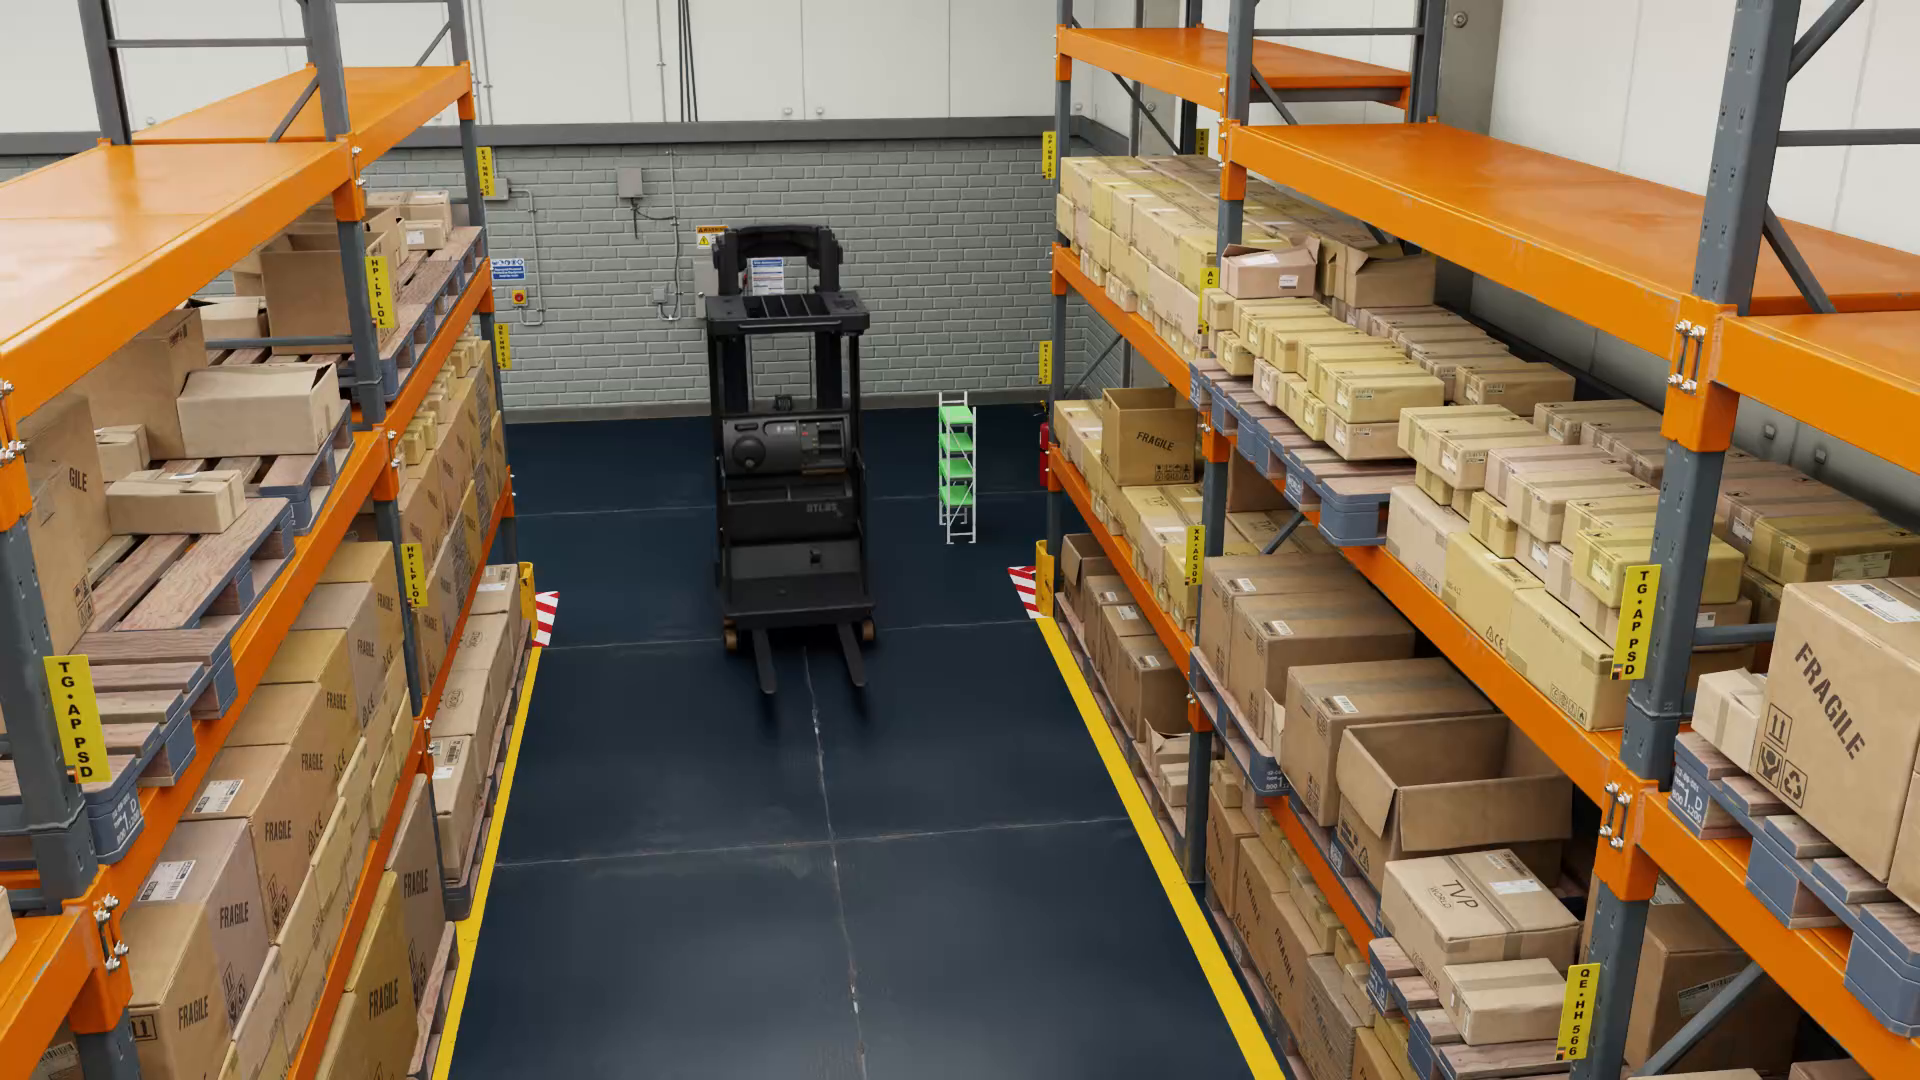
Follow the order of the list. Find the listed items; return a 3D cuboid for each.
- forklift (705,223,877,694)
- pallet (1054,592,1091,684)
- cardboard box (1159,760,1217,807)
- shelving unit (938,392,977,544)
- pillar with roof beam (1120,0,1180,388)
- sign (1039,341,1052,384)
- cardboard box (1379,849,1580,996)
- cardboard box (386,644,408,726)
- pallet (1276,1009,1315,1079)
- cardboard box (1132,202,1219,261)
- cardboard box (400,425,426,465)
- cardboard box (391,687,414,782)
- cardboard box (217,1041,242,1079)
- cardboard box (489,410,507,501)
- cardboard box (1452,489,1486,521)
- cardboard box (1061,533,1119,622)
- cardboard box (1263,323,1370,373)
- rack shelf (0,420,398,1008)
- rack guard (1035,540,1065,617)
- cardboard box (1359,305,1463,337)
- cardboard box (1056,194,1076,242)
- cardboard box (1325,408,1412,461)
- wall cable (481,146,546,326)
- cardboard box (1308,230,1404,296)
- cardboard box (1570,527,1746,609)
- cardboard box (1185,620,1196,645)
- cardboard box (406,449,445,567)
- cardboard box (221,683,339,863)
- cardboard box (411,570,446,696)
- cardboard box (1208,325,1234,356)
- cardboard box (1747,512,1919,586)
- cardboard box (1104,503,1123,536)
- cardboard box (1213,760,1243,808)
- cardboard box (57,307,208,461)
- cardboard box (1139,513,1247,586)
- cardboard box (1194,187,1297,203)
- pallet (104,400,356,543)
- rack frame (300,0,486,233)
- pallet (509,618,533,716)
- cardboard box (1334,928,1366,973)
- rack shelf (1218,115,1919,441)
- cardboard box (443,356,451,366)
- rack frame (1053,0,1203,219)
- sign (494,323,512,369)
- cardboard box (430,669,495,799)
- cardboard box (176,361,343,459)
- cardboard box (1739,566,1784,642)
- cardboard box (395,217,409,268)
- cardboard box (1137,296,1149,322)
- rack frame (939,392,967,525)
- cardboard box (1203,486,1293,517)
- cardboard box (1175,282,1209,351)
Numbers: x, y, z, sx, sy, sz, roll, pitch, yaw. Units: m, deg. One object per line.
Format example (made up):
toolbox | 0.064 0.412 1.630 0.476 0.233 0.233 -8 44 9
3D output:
forklift | -1.225 -0.698 11.971 1.130 2.935 3.031 -4 21 -10
pallet | 1.297 0.679 12.171 1.003 0.211 1.213 -3 21 -8
cardboard box | 1.376 1.416 9.687 0.380 0.149 0.250 -4 21 -9
shelving unit | -0.024 -0.619 14.234 0.258 1.200 0.503 -3 21 -8
pillar with roof beam | -2.586 -4.502 13.483 9.100 9.000 0.400 -3 21 -8
sign | 0.634 -1.308 12.268 0.100 0.325 0.005 -3 21 -8
cardboard box | 1.851 1.365 5.964 0.500 0.250 0.500 -4 21 -10
cardboard box | -2.860 0.683 7.674 0.500 0.250 0.500 -3 21 -8
pallet | 2.081 2.465 7.390 1.003 0.211 1.213 -3 21 -8
cardboard box | 1.290 -1.767 9.522 0.500 0.250 0.500 -3 21 -7
cardboard box | -3.059 -0.498 8.838 0.380 0.149 0.250 -3 21 -8
cardboard box | -2.850 0.920 7.755 0.500 0.250 0.500 -3 21 -9
cardboard box | -2.416 1.740 4.845 0.500 0.250 0.500 -3 21 -8
cardboard box | -3.409 -0.571 11.390 0.500 0.500 0.500 -3 21 -7
cardboard box | 1.938 -0.148 5.757 0.380 0.149 0.250 -3 21 -7
cardboard box | 1.165 0.260 12.276 0.797 0.503 0.637 -4 21 -10
cardboard box | 1.523 -0.823 7.111 0.380 0.149 0.250 -3 21 -9
rack shelf | -2.876 0.331 5.858 1.077 0.370 4.000 -3 21 -8
rack guard | 1.181 0.268 12.859 1.175 0.500 0.348 -3 21 -8
cardboard box | 2.010 -0.943 7.432 0.380 0.149 0.250 -3 21 -9
cardboard box | 0.964 -2.237 11.494 0.500 0.250 0.500 -3 21 -8
cardboard box | 1.644 -0.421 6.460 0.380 0.149 0.250 -2 21 -7
wall cable | -4.577 -3.120 16.859 0.585 1.953 0.123 -3 21 -8
cardboard box | 1.859 -1.307 7.814 0.396 0.266 0.258 -3 21 -9
cardboard box | 1.981 0.075 4.735 0.380 0.149 0.250 -2 21 -6
cardboard box | 1.451 0.475 9.090 0.380 0.149 0.250 -3 21 -7
cardboard box | -3.060 -0.161 8.861 0.500 0.500 0.500 -3 21 -8
cardboard box | -2.626 0.867 6.109 0.500 0.500 0.500 -3 21 -7
cardboard box | -2.973 0.484 8.564 0.500 0.500 0.500 -2 21 -6
cardboard box | 1.397 -0.952 7.882 0.380 0.149 0.250 -3 21 -7
cardboard box | 2.544 0.038 4.835 0.380 0.149 0.250 -4 21 -10
cardboard box | 1.141 -0.146 10.752 0.380 0.149 0.250 -2 21 -7
cardboard box | 1.536 1.263 8.666 0.380 0.149 0.250 -2 21 -5
cardboard box | -3.324 -0.622 6.639 0.500 0.500 0.500 -3 21 -9
cardboard box | 1.345 0.049 9.660 0.500 0.250 0.500 -3 21 -8
cardboard box | 1.715 -1.966 10.054 0.500 0.250 0.500 -3 21 -8
pallet | -2.983 -0.294 6.776 0.805 0.209 1.217 -4 21 -10
rack frame | -3.741 -3.488 10.769 1.000 3.000 0.127 -3 21 -8
pallet | -3.548 0.901 11.576 1.003 0.211 1.213 -3 21 -8
cardboard box | 1.854 1.804 7.218 0.380 0.149 0.250 -3 21 -8
rack shelf | 2.035 -1.138 6.077 1.077 0.370 4.000 -3 21 -8
cardboard box | -3.347 -1.028 10.256 0.380 0.149 0.250 -3 21 -8
rack frame | 1.171 -3.740 11.443 1.000 3.000 0.127 -3 21 -8
sign | -3.202 -1.354 11.635 0.100 0.325 0.005 -3 21 -8
cardboard box | -3.278 1.178 9.912 0.875 0.438 0.875 -4 21 -9
cardboard box | -2.829 -0.559 6.739 0.500 0.311 0.500 -3 21 -8
cardboard box | 2.507 0.180 4.879 0.380 0.149 0.250 -3 21 -7
cardboard box | -3.574 -1.764 9.824 0.500 0.311 0.500 -3 21 -7
cardboard box | 1.258 -1.386 9.787 0.380 0.149 0.250 -3 21 -7
rack frame | -0.059 -0.704 14.460 0.240 1.200 0.015 -3 21 -8
cardboard box | 1.791 -0.151 10.197 0.500 0.250 0.500 -2 21 -7
cardboard box | 1.430 -1.173 8.647 0.500 0.250 0.500 -3 21 -8
